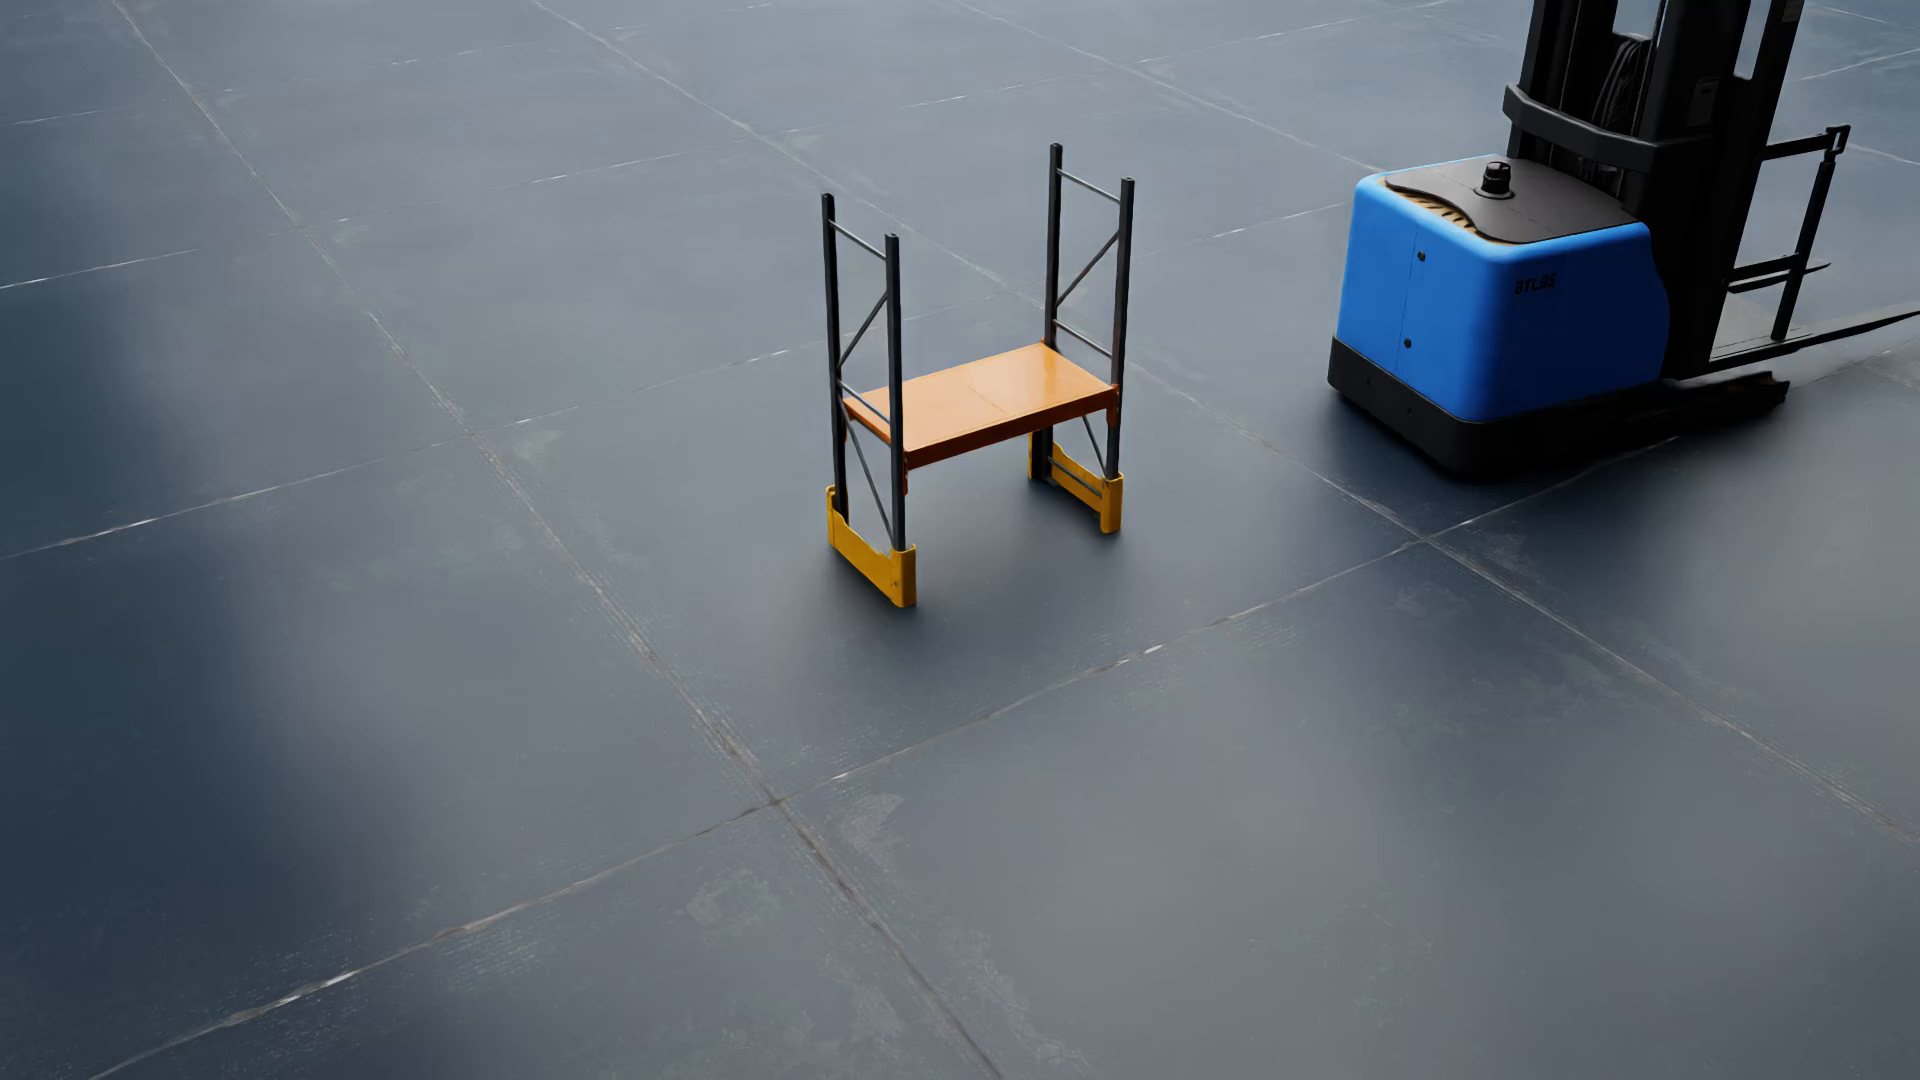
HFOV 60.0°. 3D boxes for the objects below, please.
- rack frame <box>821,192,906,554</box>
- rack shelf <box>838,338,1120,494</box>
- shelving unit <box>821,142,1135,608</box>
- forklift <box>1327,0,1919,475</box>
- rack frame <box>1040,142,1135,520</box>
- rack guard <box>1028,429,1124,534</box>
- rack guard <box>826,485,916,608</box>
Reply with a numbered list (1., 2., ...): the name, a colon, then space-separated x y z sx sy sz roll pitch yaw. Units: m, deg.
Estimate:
1. rack frame: -0.356 -0.512 6.249 0.032 1.500 0.500 -19 37 -27
2. rack shelf: 0.072 -0.507 6.578 1.000 0.185 0.538 -19 37 -27
3. shelving unit: 0.064 -0.656 6.478 1.083 1.500 0.587 -19 37 -27
4. forklift: 3.307 -2.039 7.328 3.031 2.935 1.130 -14 35 -20
5. rack frame: 0.499 -0.806 6.715 0.032 1.500 0.500 -19 37 -27
6. rack guard: 0.483 -0.272 7.040 0.087 0.250 0.587 -19 37 -27
7. rack guard: -0.355 0.016 6.583 0.087 0.250 0.587 -19 37 -27
